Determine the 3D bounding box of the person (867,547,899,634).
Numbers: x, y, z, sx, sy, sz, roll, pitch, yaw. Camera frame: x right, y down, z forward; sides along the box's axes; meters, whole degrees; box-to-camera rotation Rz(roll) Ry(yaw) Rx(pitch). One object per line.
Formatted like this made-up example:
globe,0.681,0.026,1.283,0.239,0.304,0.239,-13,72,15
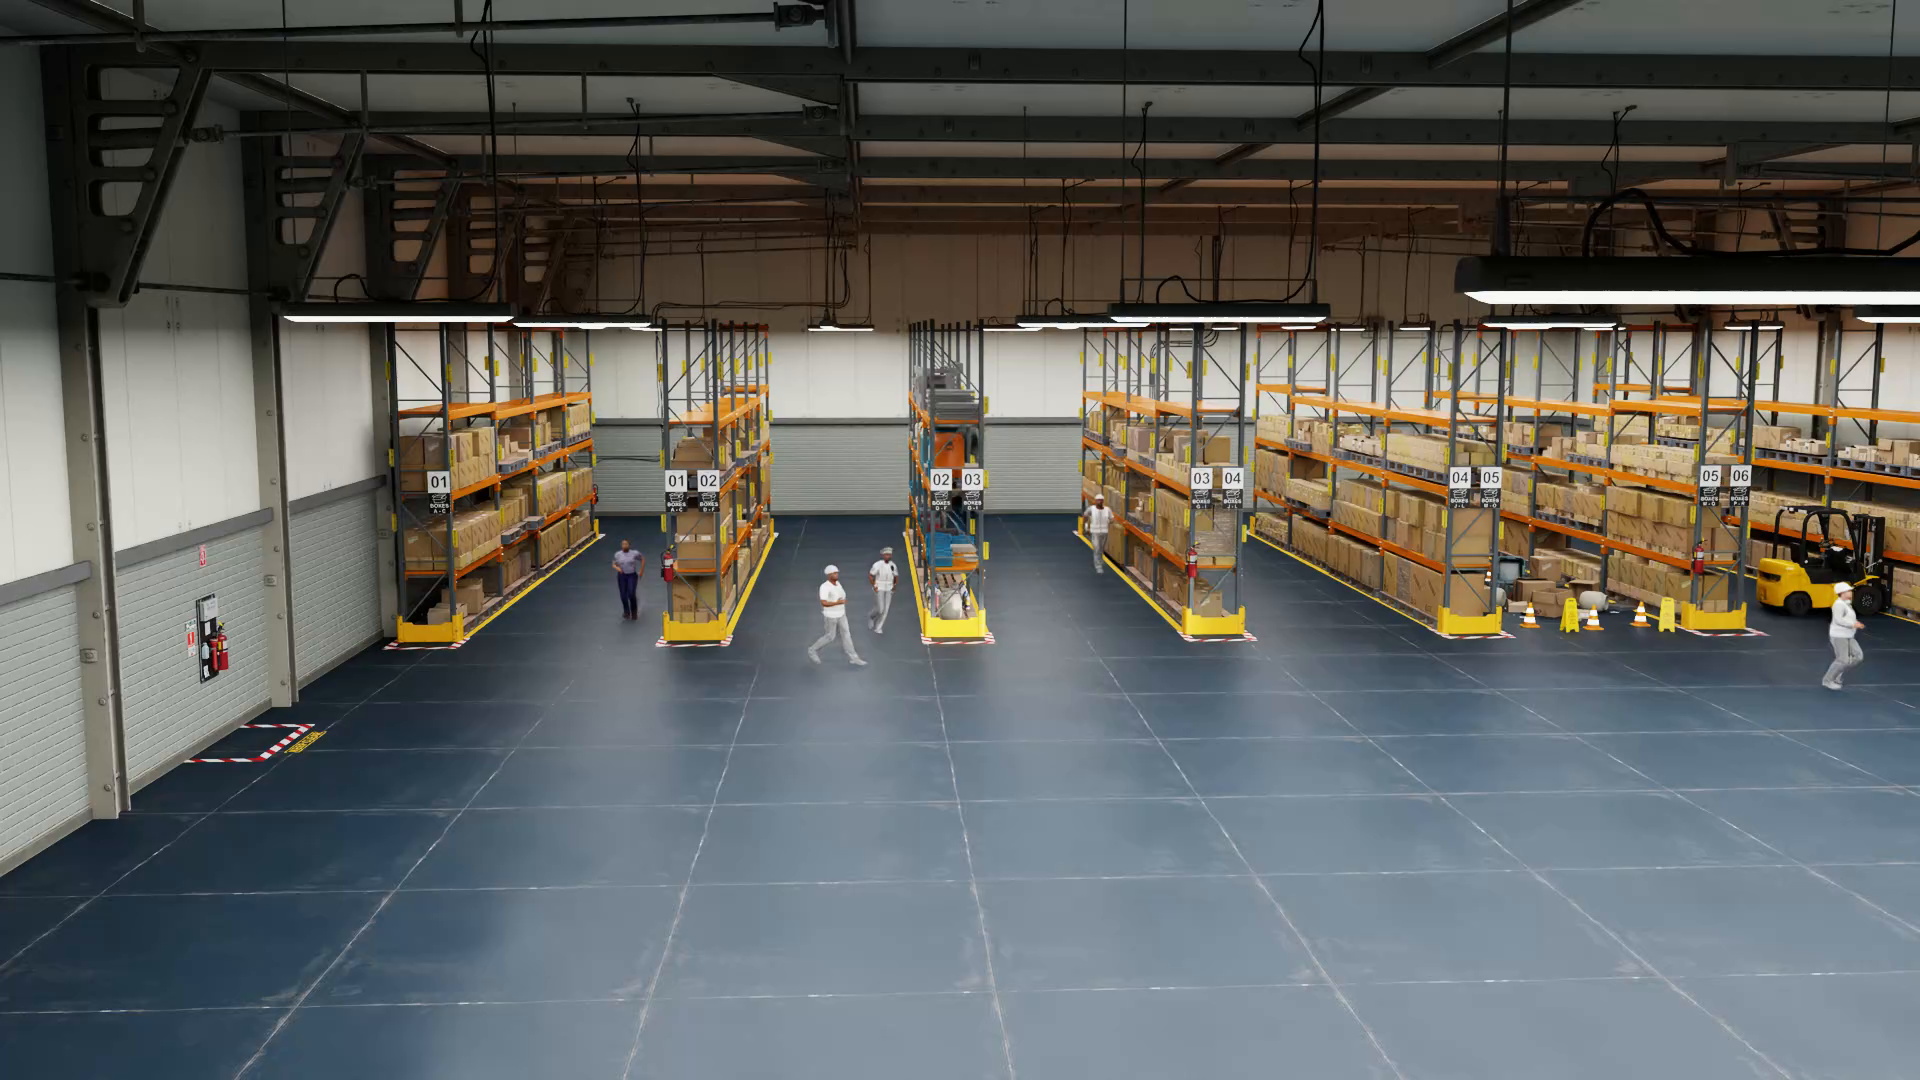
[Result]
person,-1.448,0.952,31.915,0.586,1.643,0.542,-3,8,-25

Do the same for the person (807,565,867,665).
person,-2.119,1.289,28.614,1.084,1.720,0.712,4,8,28

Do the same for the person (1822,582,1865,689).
person,14.255,1.546,26.778,0.583,1.742,0.711,6,9,40

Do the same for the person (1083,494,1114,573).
person,3.203,-0.144,38.136,0.685,1.817,0.952,-1,7,-10

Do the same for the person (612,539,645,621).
person,-6.665,0.814,33.383,0.619,1.692,0.691,0,7,0
